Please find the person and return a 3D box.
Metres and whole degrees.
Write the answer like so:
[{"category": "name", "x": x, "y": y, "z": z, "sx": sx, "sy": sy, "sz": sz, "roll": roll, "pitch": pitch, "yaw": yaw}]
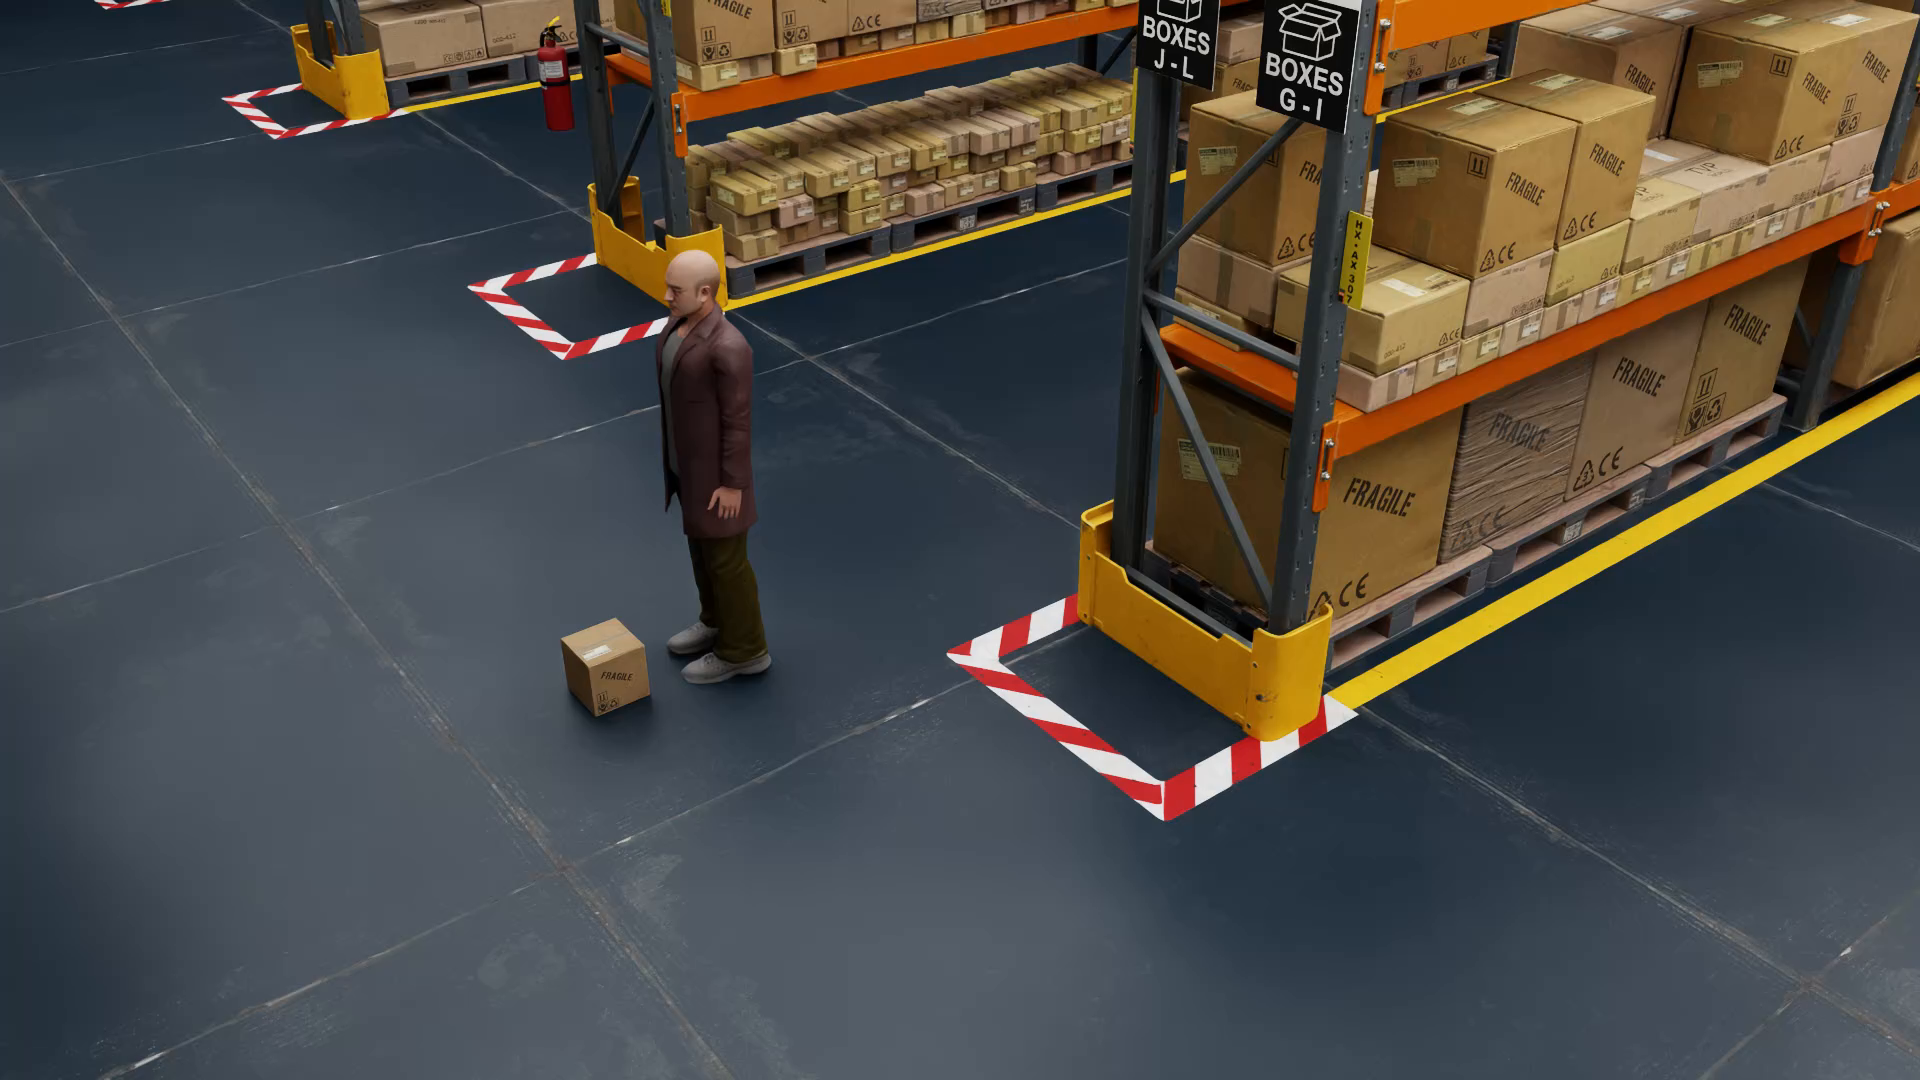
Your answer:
[{"category": "person", "x": -1.054, "y": -0.294, "z": 6.624, "sx": 0.410, "sy": 1.796, "sz": 0.624, "roll": -19, "pitch": 36, "yaw": -27}]
